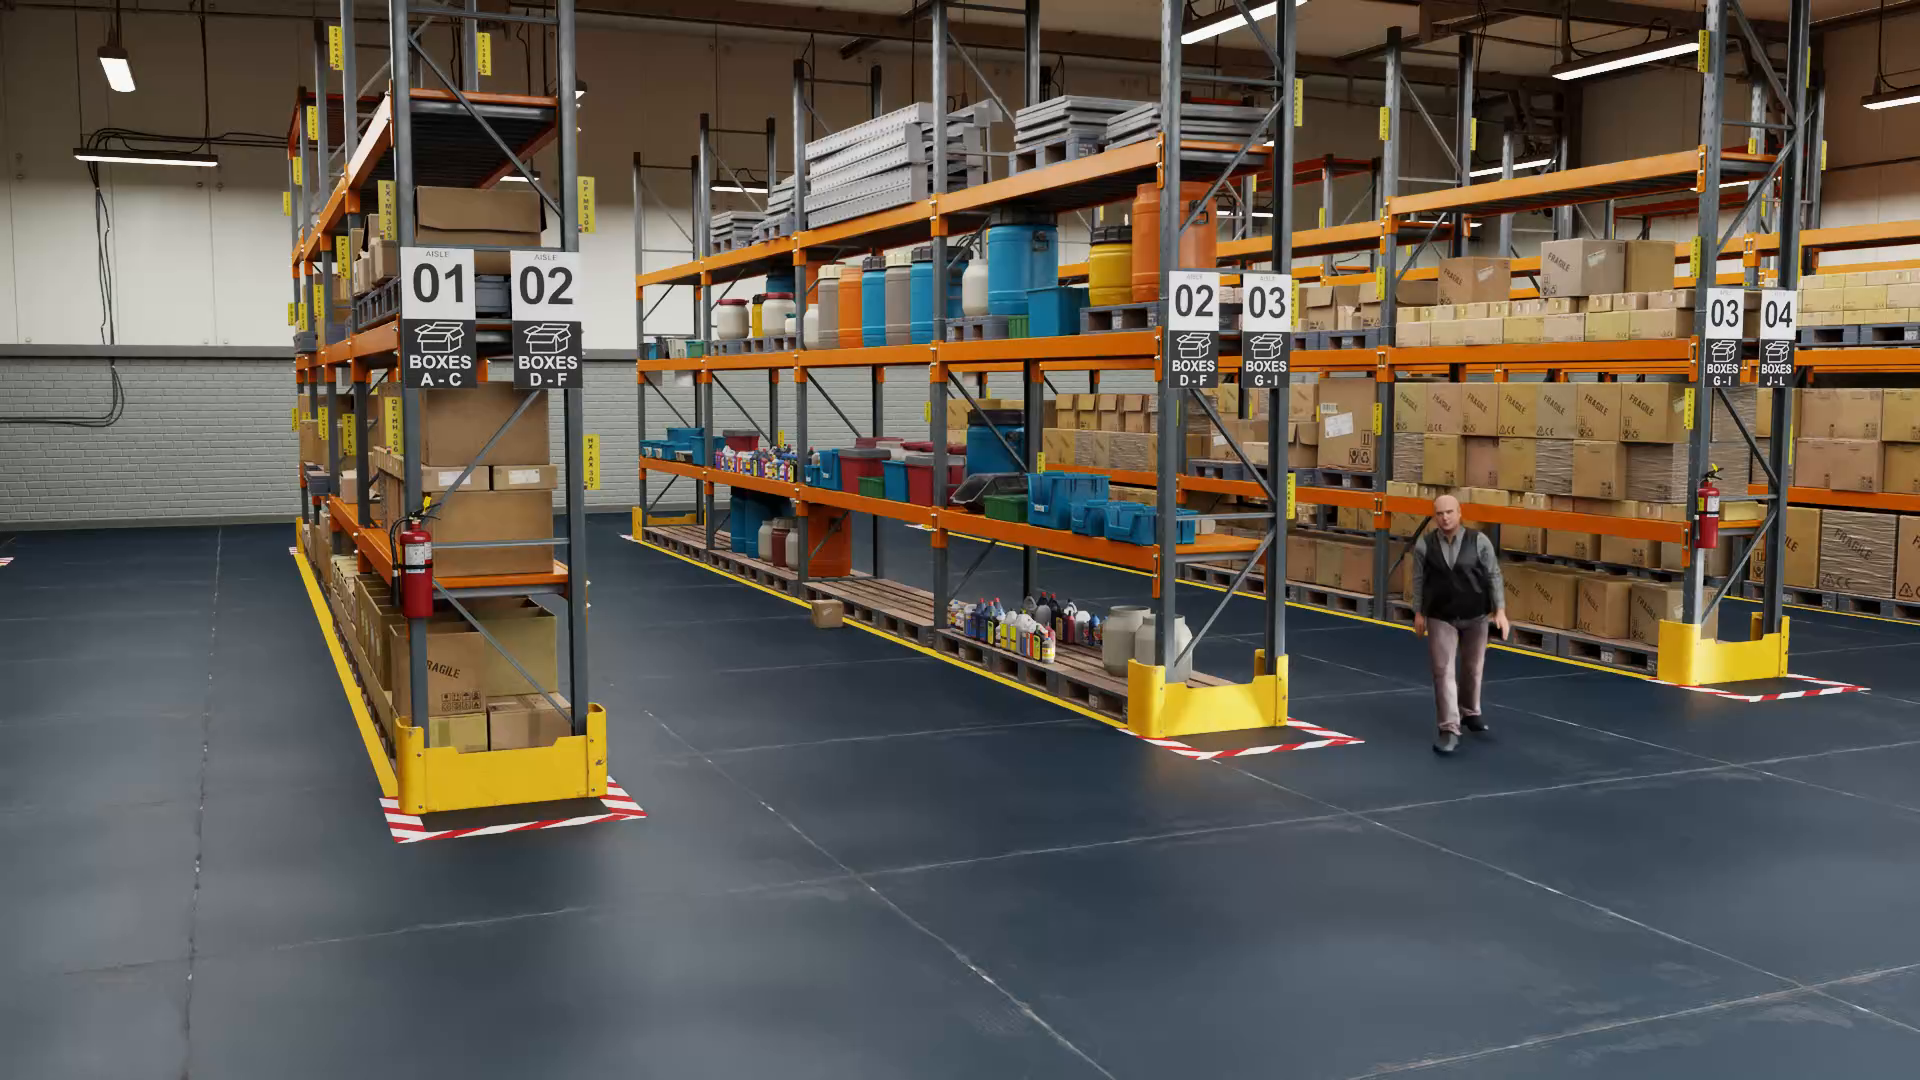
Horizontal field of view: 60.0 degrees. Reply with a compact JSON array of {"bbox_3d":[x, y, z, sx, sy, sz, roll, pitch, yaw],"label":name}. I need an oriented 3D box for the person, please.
[{"bbox_3d":[3.371,0.530,11.198,0.616,1.665,0.957,1,5,10],"label":"person"}]
